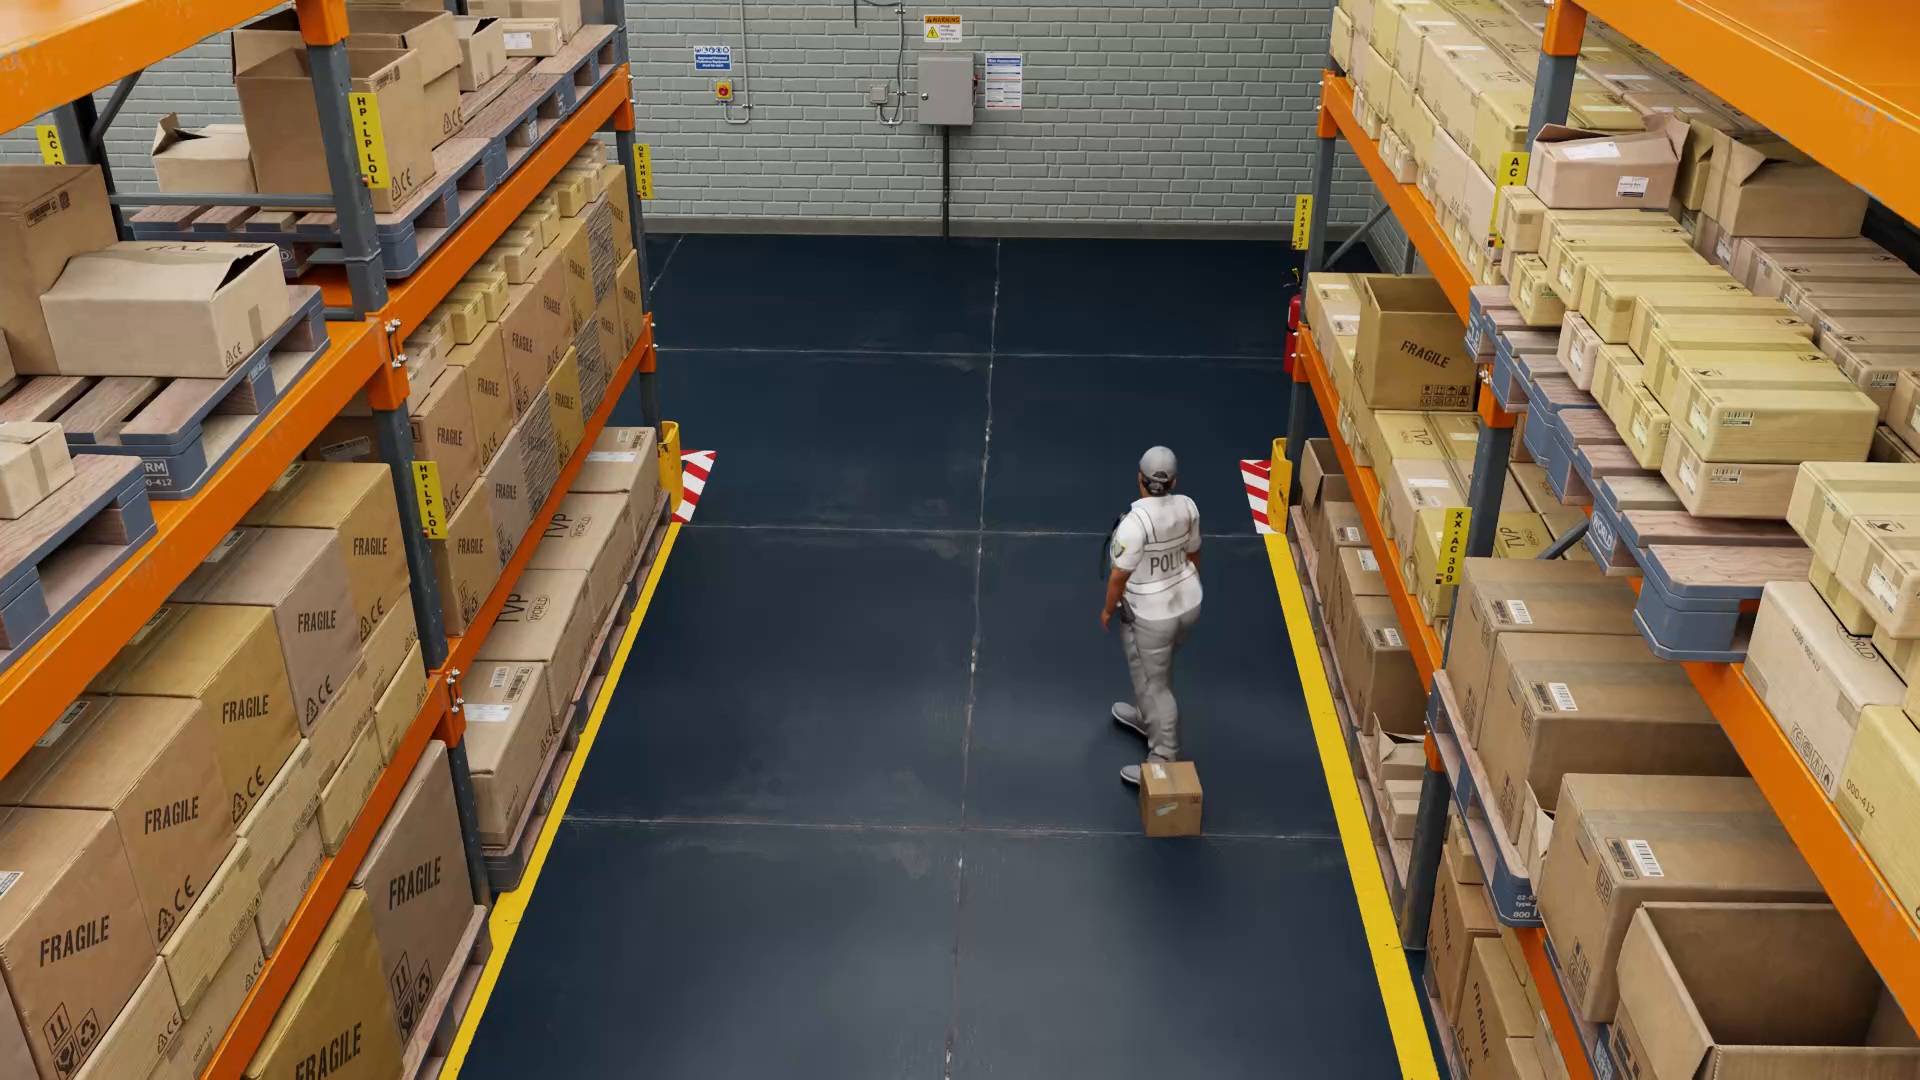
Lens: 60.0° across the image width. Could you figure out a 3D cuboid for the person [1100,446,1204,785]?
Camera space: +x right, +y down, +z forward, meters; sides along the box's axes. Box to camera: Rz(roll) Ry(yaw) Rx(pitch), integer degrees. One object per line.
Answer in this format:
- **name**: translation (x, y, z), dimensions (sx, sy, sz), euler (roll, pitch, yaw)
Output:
- **person**: translation (0.918, 0.322, 7.980), dimensions (0.559, 1.646, 0.624), euler (-25, 37, -38)
